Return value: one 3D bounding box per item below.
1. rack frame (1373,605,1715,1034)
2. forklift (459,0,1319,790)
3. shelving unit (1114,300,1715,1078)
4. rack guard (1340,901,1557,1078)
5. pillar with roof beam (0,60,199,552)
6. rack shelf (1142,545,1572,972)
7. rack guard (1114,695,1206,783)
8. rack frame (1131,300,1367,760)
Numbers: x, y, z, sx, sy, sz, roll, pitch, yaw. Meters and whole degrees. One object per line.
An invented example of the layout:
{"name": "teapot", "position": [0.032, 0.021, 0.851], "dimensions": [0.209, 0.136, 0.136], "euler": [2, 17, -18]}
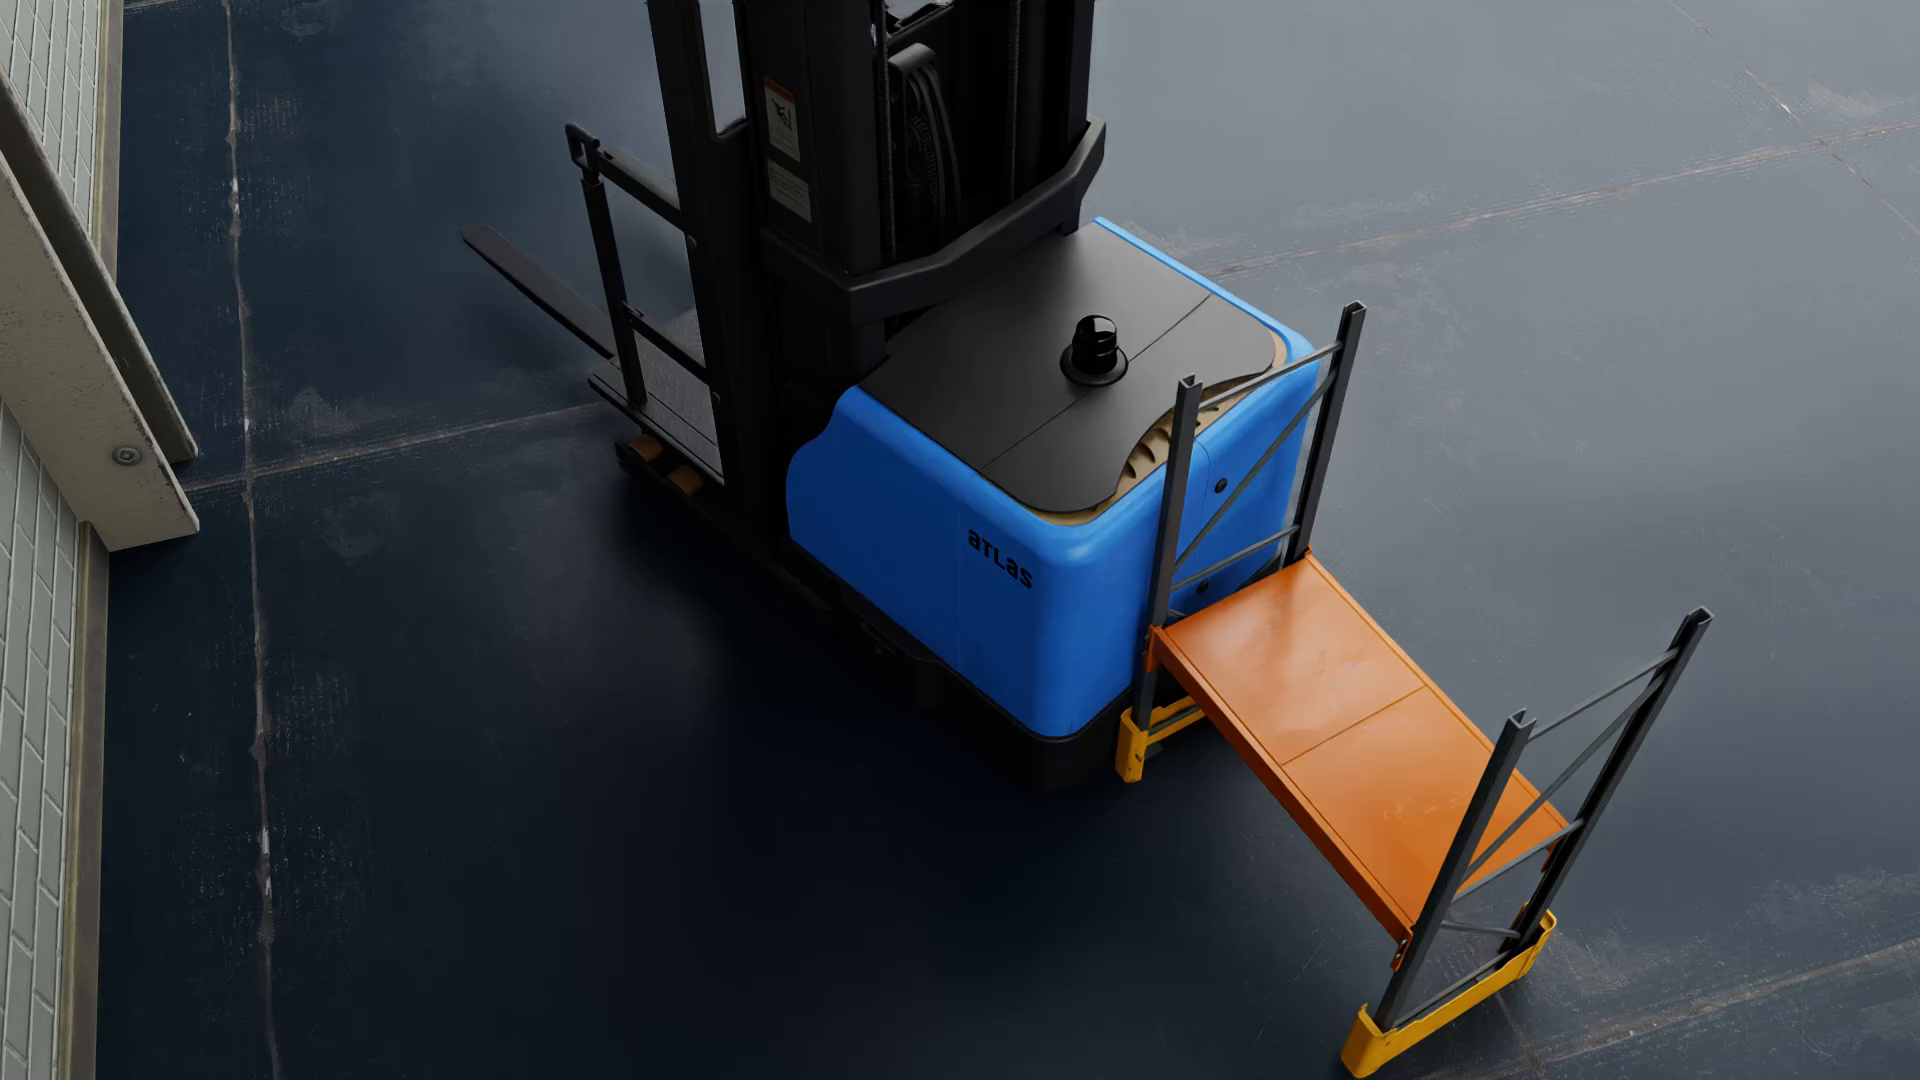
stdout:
{"name": "rack frame", "position": [1.216, 0.717, 3.665], "dimensions": [0.500, 1.500, 0.032], "euler": [-25, 54, -19]}
{"name": "forklift", "position": [-0.461, -1.273, 4.406], "dimensions": [3.031, 2.935, 1.130], "euler": [37, 59, 27]}
{"name": "shelving unit", "position": [0.959, 0.389, 3.941], "dimensions": [0.587, 1.500, 1.083], "euler": [-25, 54, -19]}
{"name": "rack guard", "position": [1.215, 1.119, 4.144], "dimensions": [0.587, 0.250, 0.087], "euler": [-25, 54, -19]}
{"name": "pillar with roof beam", "position": [1.494, -4.008, 2.743], "dimensions": [9.100, 9.000, 0.400], "euler": [-13, 51, -11]}
{"name": "rack shelf", "position": [0.954, 0.499, 4.083], "dimensions": [0.538, 0.185, 1.000], "euler": [-25, 54, -19]}
{"name": "rack guard", "position": [0.702, 0.466, 4.694], "dimensions": [0.587, 0.250, 0.087], "euler": [-25, 54, -19]}
{"name": "rack frame", "position": [0.692, 0.050, 4.227], "dimensions": [0.500, 1.500, 0.032], "euler": [-25, 54, -19]}
